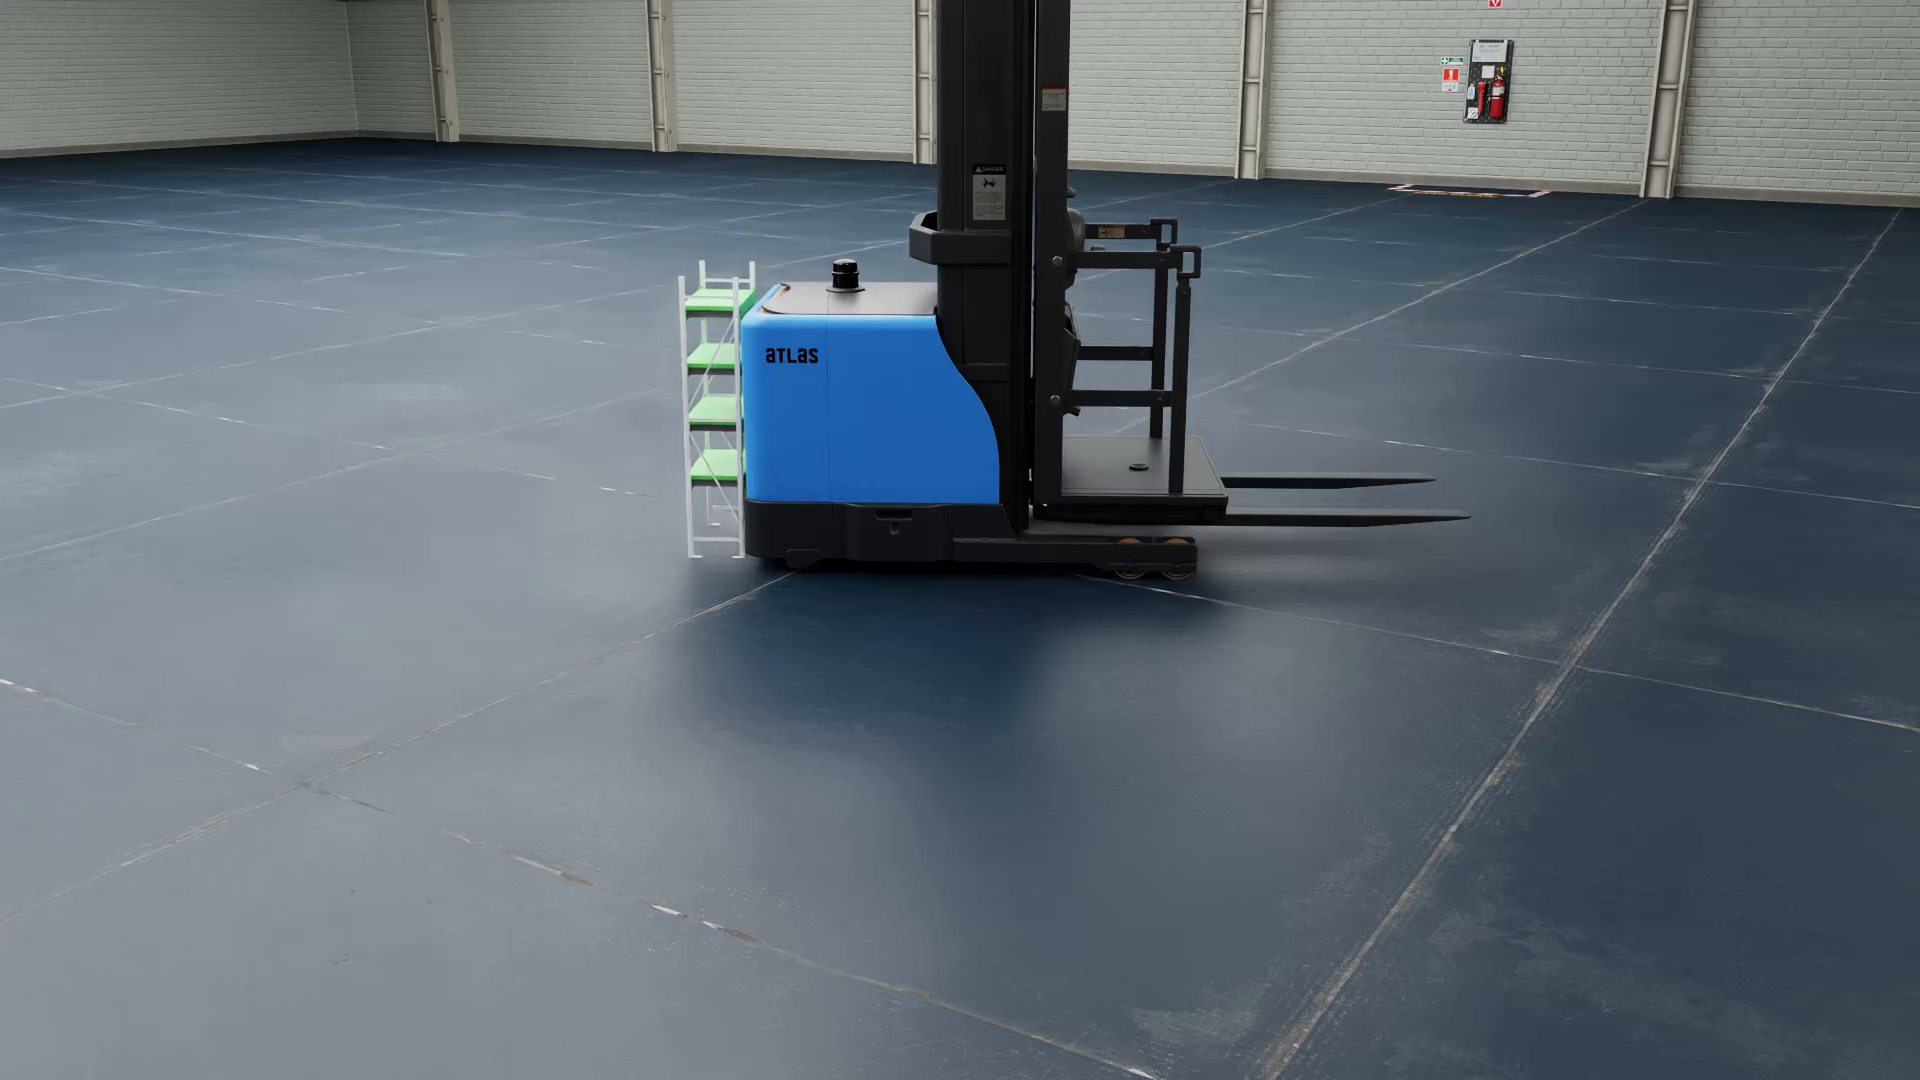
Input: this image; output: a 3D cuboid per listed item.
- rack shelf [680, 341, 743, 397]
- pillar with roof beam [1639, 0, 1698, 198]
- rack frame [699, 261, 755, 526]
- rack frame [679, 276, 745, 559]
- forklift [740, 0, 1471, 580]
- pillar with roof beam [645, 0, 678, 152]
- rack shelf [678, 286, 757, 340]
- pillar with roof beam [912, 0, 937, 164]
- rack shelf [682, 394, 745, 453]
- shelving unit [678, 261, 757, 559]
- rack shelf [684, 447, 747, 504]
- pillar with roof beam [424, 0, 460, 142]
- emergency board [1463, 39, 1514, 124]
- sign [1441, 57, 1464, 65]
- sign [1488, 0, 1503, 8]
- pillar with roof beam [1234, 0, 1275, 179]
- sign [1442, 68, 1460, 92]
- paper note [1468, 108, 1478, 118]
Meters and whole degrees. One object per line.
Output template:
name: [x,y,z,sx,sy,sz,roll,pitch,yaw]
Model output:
rack shelf: [-1.026,-0.737,7.132,0.258,0.148,0.480,1,17,1]
pillar with roof beam: [7.404,-8.001,18.239,0.400,9.000,9.100,10,20,30]
rack frame: [-1.022,-0.640,7.416,0.240,1.200,0.015,1,17,1]
rack frame: [-1.033,-0.498,6.949,0.240,1.200,0.015,1,17,1]
forklift: [0.629,-1.397,6.936,3.031,2.935,1.130,1,17,2]
pillar with roof beam: [-7.934,-10.739,27.253,0.400,9.000,9.100,10,20,30]
rack shelf: [-1.022,-0.967,7.062,0.258,0.148,0.480,1,17,1]
pillar with roof beam: [-2.822,-9.826,24.248,0.400,9.000,9.100,10,20,30]
rack shelf: [-1.029,-0.508,7.201,0.258,0.148,0.480,1,17,1]
shelving unit: [-1.028,-0.569,7.183,0.258,1.200,0.503,1,17,1]
rack shelf: [-1.032,-0.278,7.271,0.258,0.148,0.480,1,17,1]
pillar with roof beam: [-13.047,-11.652,30.257,0.400,9.000,9.100,10,20,30]
emergency board: [7.571,-6.582,23.890,0.643,1.169,0.194,10,20,30]
sign: [7.153,-6.960,24.159,0.331,0.109,0.001,10,20,30]
sign: [7.616,-7.717,23.638,0.199,0.298,0.001,10,20,30]
pillar with roof beam: [2.291,-8.914,21.244,0.400,9.000,9.100,10,20,30]
sign: [7.154,-6.709,24.245,0.234,0.329,0.001,10,20,30]
paper note: [7.456,-6.205,24.163,0.142,0.148,0.016,10,20,30]
